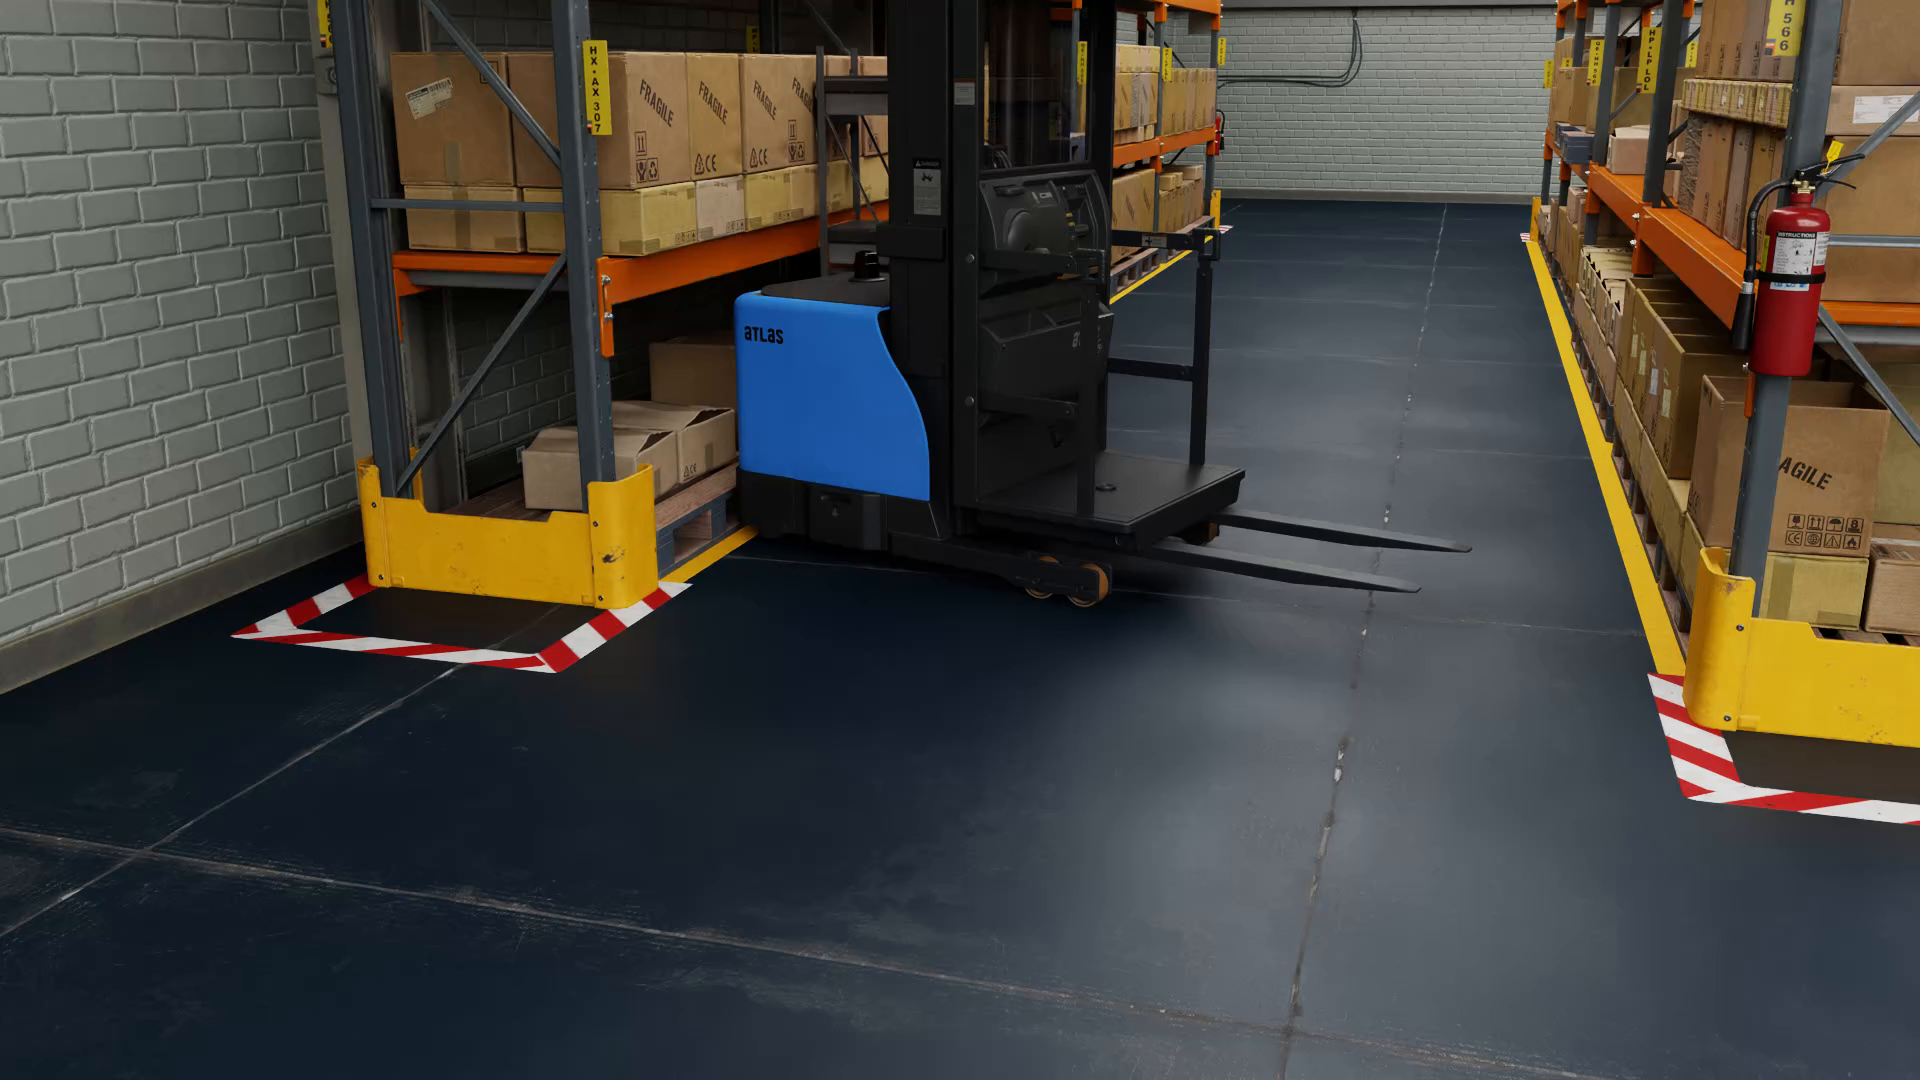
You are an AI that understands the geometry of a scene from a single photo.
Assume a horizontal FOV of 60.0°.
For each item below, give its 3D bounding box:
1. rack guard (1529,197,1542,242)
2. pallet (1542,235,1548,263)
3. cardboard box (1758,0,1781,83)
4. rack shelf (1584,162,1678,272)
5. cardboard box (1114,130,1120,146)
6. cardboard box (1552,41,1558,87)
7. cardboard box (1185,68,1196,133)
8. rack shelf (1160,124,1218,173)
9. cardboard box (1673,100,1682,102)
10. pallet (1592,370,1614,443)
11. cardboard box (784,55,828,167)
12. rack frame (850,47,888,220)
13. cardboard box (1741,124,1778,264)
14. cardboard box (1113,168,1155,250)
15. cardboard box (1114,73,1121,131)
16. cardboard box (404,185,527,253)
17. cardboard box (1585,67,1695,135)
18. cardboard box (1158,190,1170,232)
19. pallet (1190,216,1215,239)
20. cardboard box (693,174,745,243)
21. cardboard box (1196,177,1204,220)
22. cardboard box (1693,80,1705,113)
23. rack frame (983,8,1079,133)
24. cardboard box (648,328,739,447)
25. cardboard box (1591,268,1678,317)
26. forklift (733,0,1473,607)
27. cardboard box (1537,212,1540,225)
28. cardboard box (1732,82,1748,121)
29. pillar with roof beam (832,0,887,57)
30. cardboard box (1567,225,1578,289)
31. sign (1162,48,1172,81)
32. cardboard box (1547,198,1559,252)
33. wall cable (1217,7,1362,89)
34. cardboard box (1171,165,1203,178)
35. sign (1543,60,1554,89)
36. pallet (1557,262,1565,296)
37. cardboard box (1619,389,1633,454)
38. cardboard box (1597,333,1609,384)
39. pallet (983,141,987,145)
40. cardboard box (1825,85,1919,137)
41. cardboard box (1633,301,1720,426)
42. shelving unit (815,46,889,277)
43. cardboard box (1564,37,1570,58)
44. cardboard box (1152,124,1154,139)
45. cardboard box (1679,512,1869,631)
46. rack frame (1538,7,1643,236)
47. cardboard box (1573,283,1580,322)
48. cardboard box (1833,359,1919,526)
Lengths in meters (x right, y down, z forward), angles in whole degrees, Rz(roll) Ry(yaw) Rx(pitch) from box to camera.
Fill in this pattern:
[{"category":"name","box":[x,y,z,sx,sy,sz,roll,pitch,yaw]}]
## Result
[{"category":"rack guard","box":[7.455,-3.823,19.891,1.175,0.500,0.348,5,16,16]},{"category":"pallet","box":[6.881,-3.157,18.073,1.003,0.211,1.213,5,16,16]},{"category":"cardboard box","box":[3.376,-1.937,6.099,0.700,0.500,0.500,5,16,16]},{"category":"rack shelf","box":[4.635,-2.083,10.495,1.077,0.370,4.000,5,16,16]},{"category":"cardboard box","box":[1.275,-3.763,15.522,0.380,0.149,0.250,5,17,18]},{"category":"cardboard box","box":[7.098,-5.479,19.133,0.500,0.500,0.500,5,17,18]},{"category":"cardboard box","box":[2.169,-5.049,19.082,0.980,0.700,0.700,4,16,13]},{"category":"rack shelf","box":[2.158,-4.559,19.225,1.077,0.370,4.000,5,16,16]},{"category":"cardboard box","box":[4.742,-2.560,10.675,0.500,0.500,0.500,4,16,13]},{"category":"pallet","box":[4.239,-0.760,9.622,1.003,0.211,1.213,5,16,16]},{"category":"cardboard box","box":[-0.959,-2.042,7.894,0.500,0.500,0.500,5,17,18]},{"category":"rack frame","box":[-0.350,-1.419,8.482,0.400,2.100,0.015,4,16,15]},{"category":"cardboard box","box":[3.366,-1.296,6.218,0.700,0.500,0.500,5,17,16]},{"category":"cardboard box","box":[1.529,-3.370,16.883,0.750,0.750,0.750,5,17,17]},{"category":"cardboard box","box":[1.136,-3.910,14.851,0.500,0.500,0.500,5,16,16]},{"category":"cardboard box","box":[-1.874,-1.317,6.715,0.500,0.250,0.500,5,17,17]},{"category":"cardboard box","box":[5.274,-3.376,12.782,0.700,0.500,0.500,-1,16,-3]},{"category":"cardboard box","box":[1.900,-3.569,18.227,0.700,0.500,0.500,5,17,17]},{"category":"pallet","box":[2.574,-3.872,20.593,1.003,0.211,1.213,5,16,16]},{"category":"cardboard box","box":[-1.244,-1.420,7.077,0.500,0.250,0.500,4,16,14]},{"category":"cardboard box","box":[2.623,-4.237,20.582,0.700,0.500,0.500,5,16,16]},{"category":"cardboard box","box":[3.662,-2.077,7.784,0.380,0.149,0.250,4,16,14]},{"category":"rack frame","box":[0.453,-3.336,13.592,1.000,3.000,0.127,5,16,16]},{"category":"cardboard box","box":[-1.119,-0.763,8.297,0.700,0.500,0.500,4,16,12]},{"category":"cardboard box","box":[4.339,-1.581,10.649,0.500,0.311,0.500,4,16,15]},{"category":"forklift","box":[0.528,-1.316,6.598,3.031,2.935,1.130,10,19,32]},{"category":"cardboard box","box":[6.957,-3.746,19.424,0.380,0.166,0.250,5,16,16]},{"category":"cardboard box","box":[3.294,-1.740,6.596,0.380,0.149,0.250,4,16,15]},{"category":"pillar with roof beam","box":[3.381,-5.615,10.634,9.100,9.000,0.400,5,16,16]},{"category":"cardboard box","box":[5.391,-2.360,13.926,0.500,0.500,0.500,4,16,14]},{"category":"sign","box":[2.113,-4.861,16.995,0.100,0.325,0.005,5,16,16]},{"category":"cardboard box","box":[6.230,-3.179,16.815,0.500,0.500,0.500,5,16,16]},{"category":"wall cable","box":[4.676,-8.273,25.696,3.097,2.526,0.112,5,16,16]},{"category":"cardboard box","box":[2.761,-4.501,20.325,0.380,0.149,0.250,4,16,15]},{"category":"sign","box":[6.956,-5.504,19.650,0.100,0.325,0.005,5,16,16]},{"category":"pallet","box":[6.145,-2.442,15.551,1.003,0.211,1.213,5,16,16]},{"category":"cardboard box","box":[3.497,-0.557,8.065,0.500,0.250,0.500,5,16,16]},{"category":"cardboard box","box":[4.052,-1.048,9.797,0.500,0.250,0.500,4,16,15]},{"category":"pallet","box":[-0.071,-2.722,11.781,1.003,0.211,1.213,5,16,16]},{"category":"cardboard box","box":[2.856,-1.334,5.165,0.380,0.149,0.250,4,16,15]},{"category":"cardboard box","box":[3.351,-0.787,7.503,0.500,0.500,0.500,5,16,16]},{"category":"shelving unit","box":[-0.416,-1.355,8.256,0.431,2.100,0.503,4,16,15]},{"category":"cardboard box","box":[6.378,-4.815,16.791,0.500,0.500,0.500,4,16,15]},{"category":"cardboard box","box":[1.765,-4.160,16.924,0.380,0.149,0.250,5,17,16]},{"category":"cardboard box","box":[2.799,0.098,5.755,0.500,0.250,0.500,5,16,16]},{"category":"rack frame","box":[7.477,-5.045,19.620,1.000,3.000,0.127,5,16,16]},{"category":"cardboard box","box":[4.773,-1.717,12.156,0.500,0.250,0.500,5,16,16]},{"category":"cardboard box","box":[3.436,-0.353,5.973,0.500,0.500,0.500,5,16,16]}]
